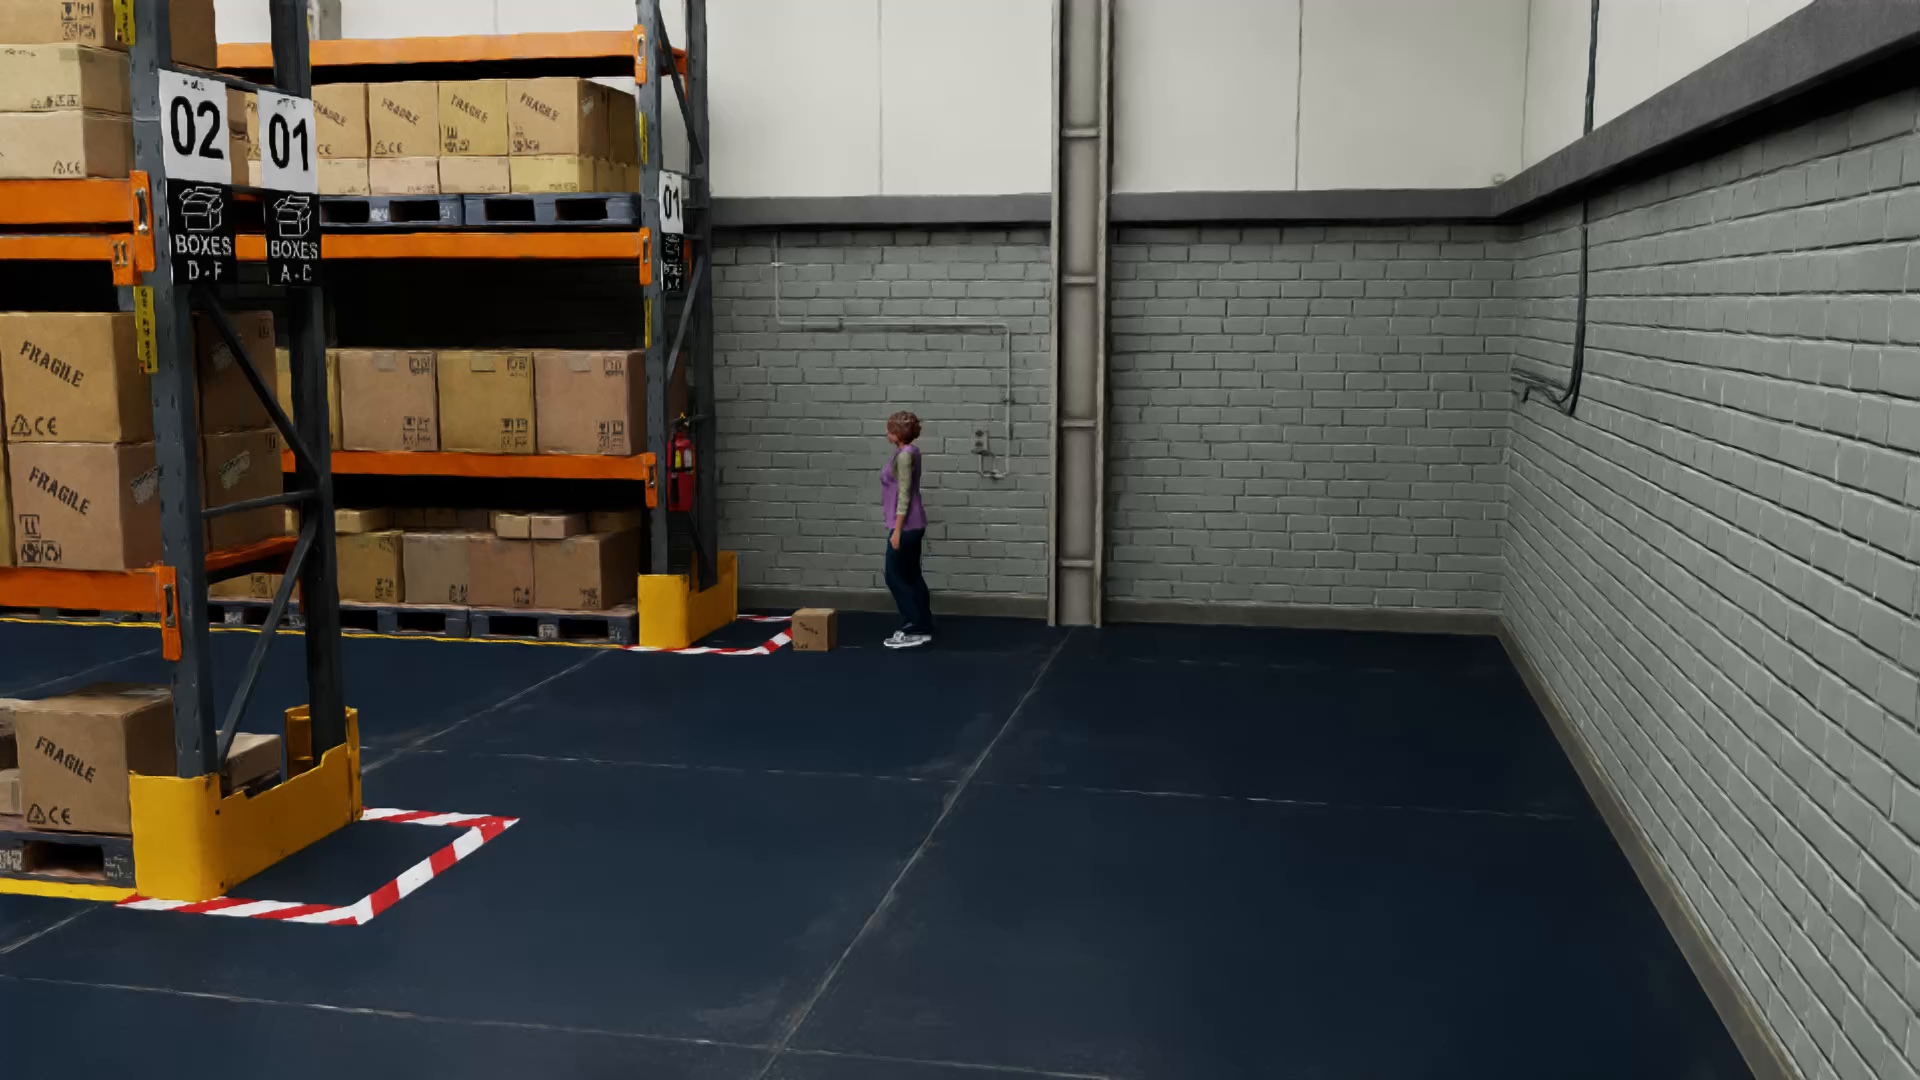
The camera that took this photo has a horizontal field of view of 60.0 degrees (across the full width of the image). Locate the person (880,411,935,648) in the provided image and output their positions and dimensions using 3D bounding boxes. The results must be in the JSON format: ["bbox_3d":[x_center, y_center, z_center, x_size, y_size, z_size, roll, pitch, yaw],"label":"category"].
[{"bbox_3d":[-0.355,-0.076,11.246,0.349,1.594,0.456,1,8,5],"label":"person"}]
